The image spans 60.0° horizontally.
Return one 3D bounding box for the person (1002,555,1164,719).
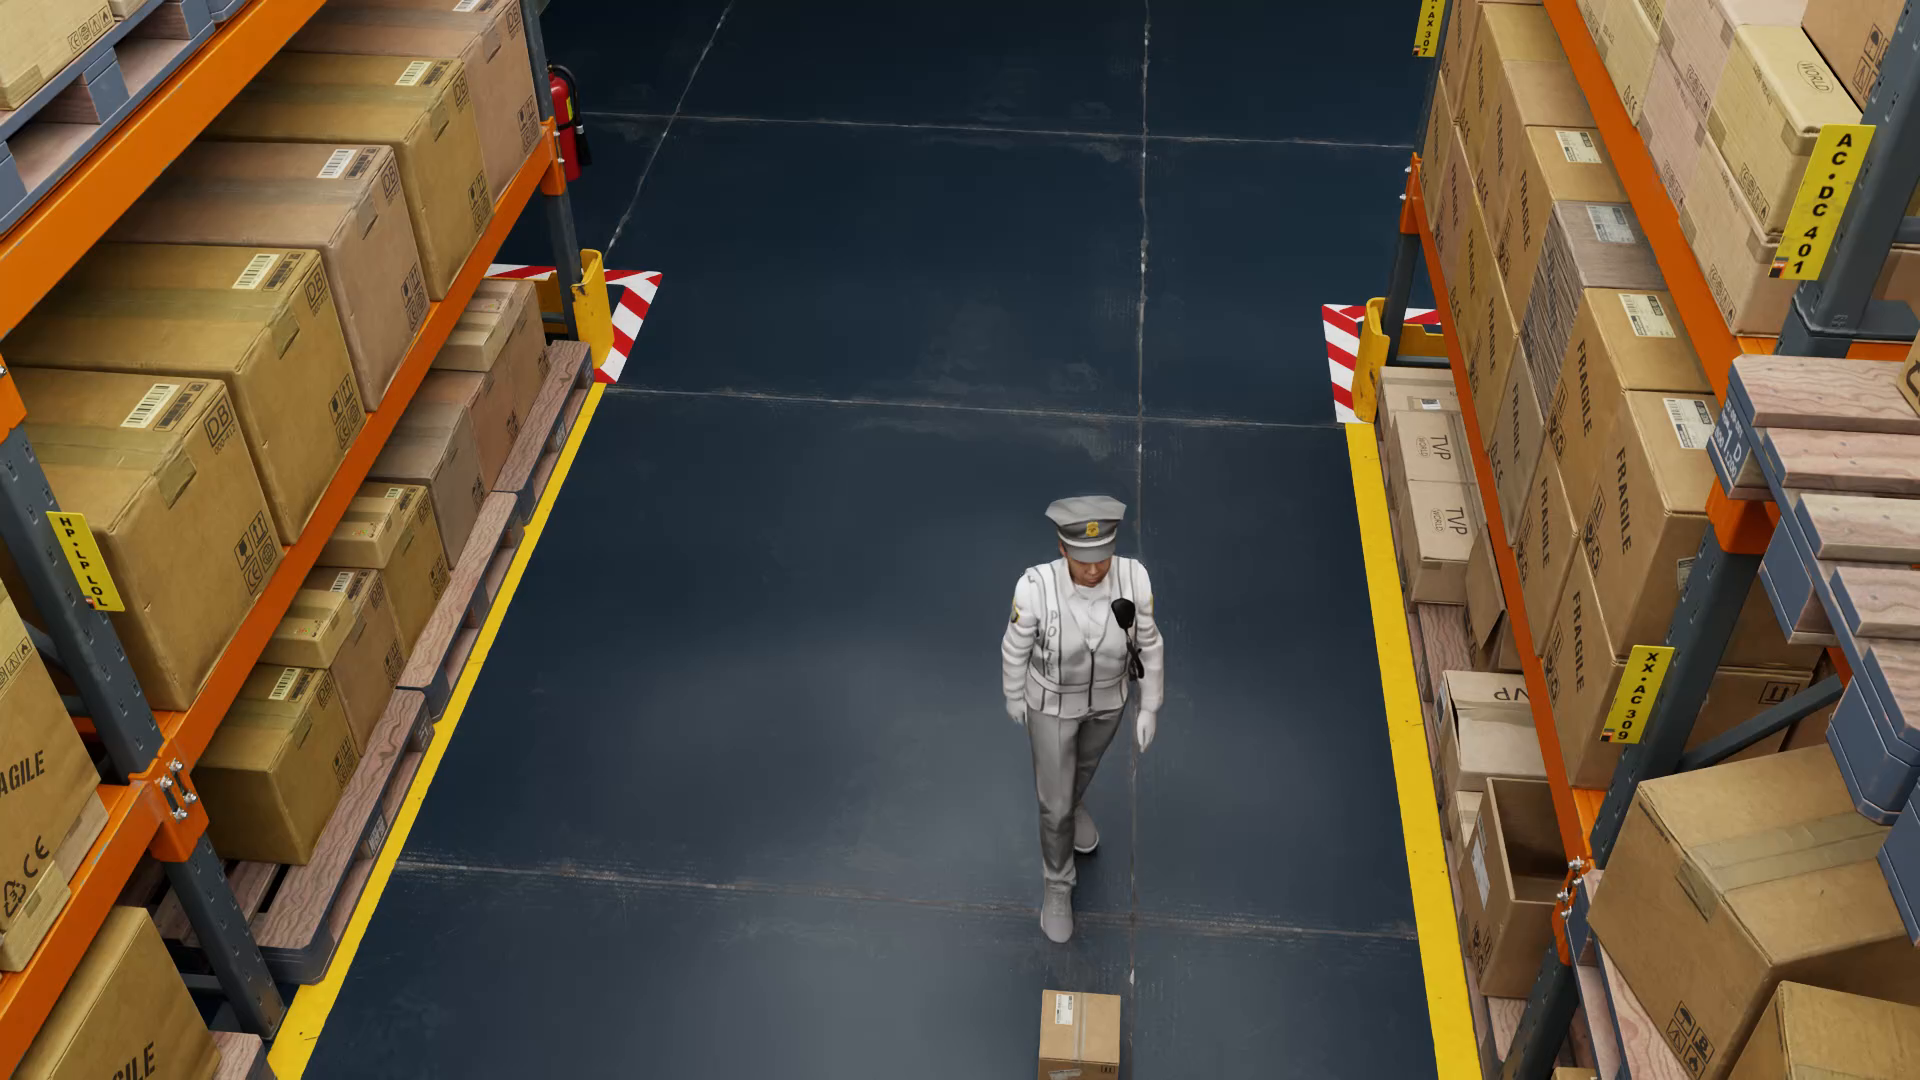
[{"bbox_3d":[0.404,0.293,5.314,0.505,0.612,0.338,-11,41,-12],"label":"person"}]
